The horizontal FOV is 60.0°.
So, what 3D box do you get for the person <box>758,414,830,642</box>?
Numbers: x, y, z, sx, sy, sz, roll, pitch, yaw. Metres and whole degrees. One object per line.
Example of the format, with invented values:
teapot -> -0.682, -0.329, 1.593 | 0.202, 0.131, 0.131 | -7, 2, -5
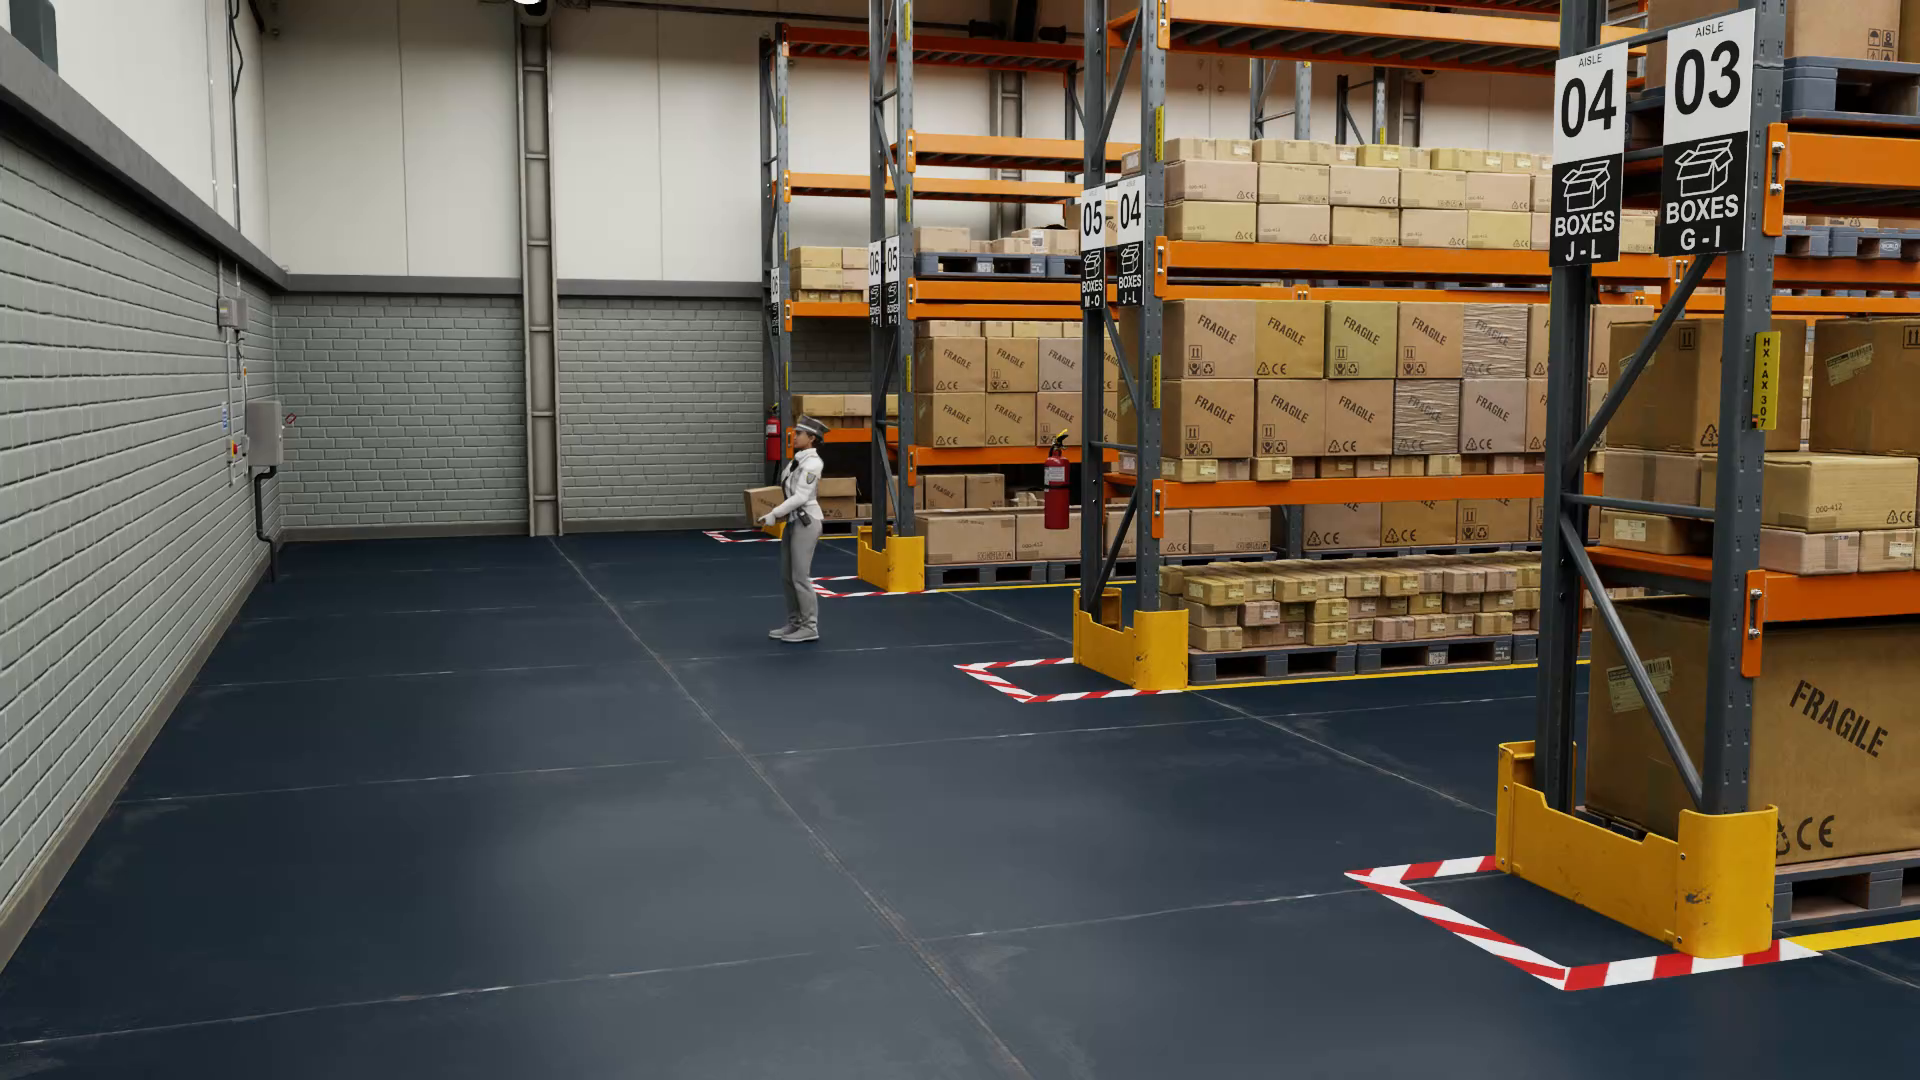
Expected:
person -> -1.249, -0.095, 12.368 | 0.564, 1.686, 0.460 | -2, 6, -18
